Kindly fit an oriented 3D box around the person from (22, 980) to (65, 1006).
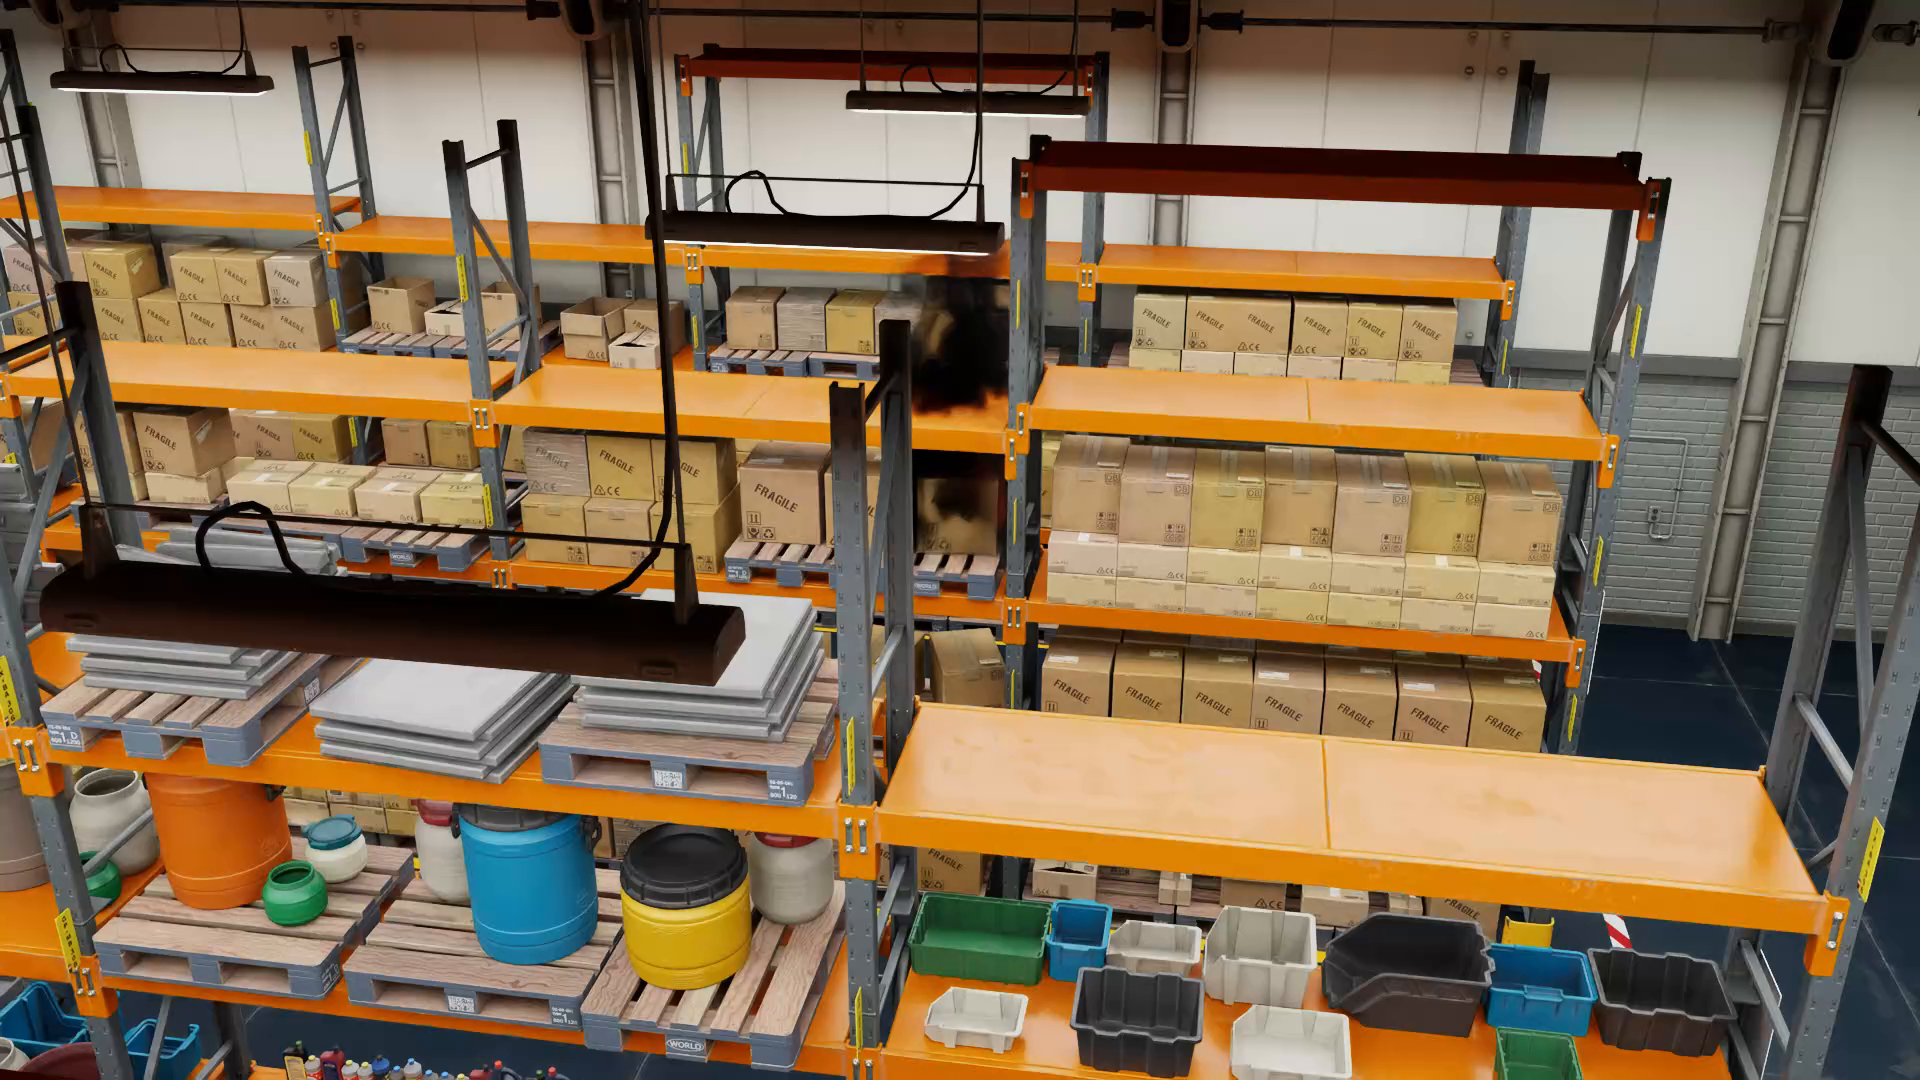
[{"bbox_3d":[-6.689,2.852,11.508,0.678,1.681,0.659,2,23,6],"label":"person"}]
